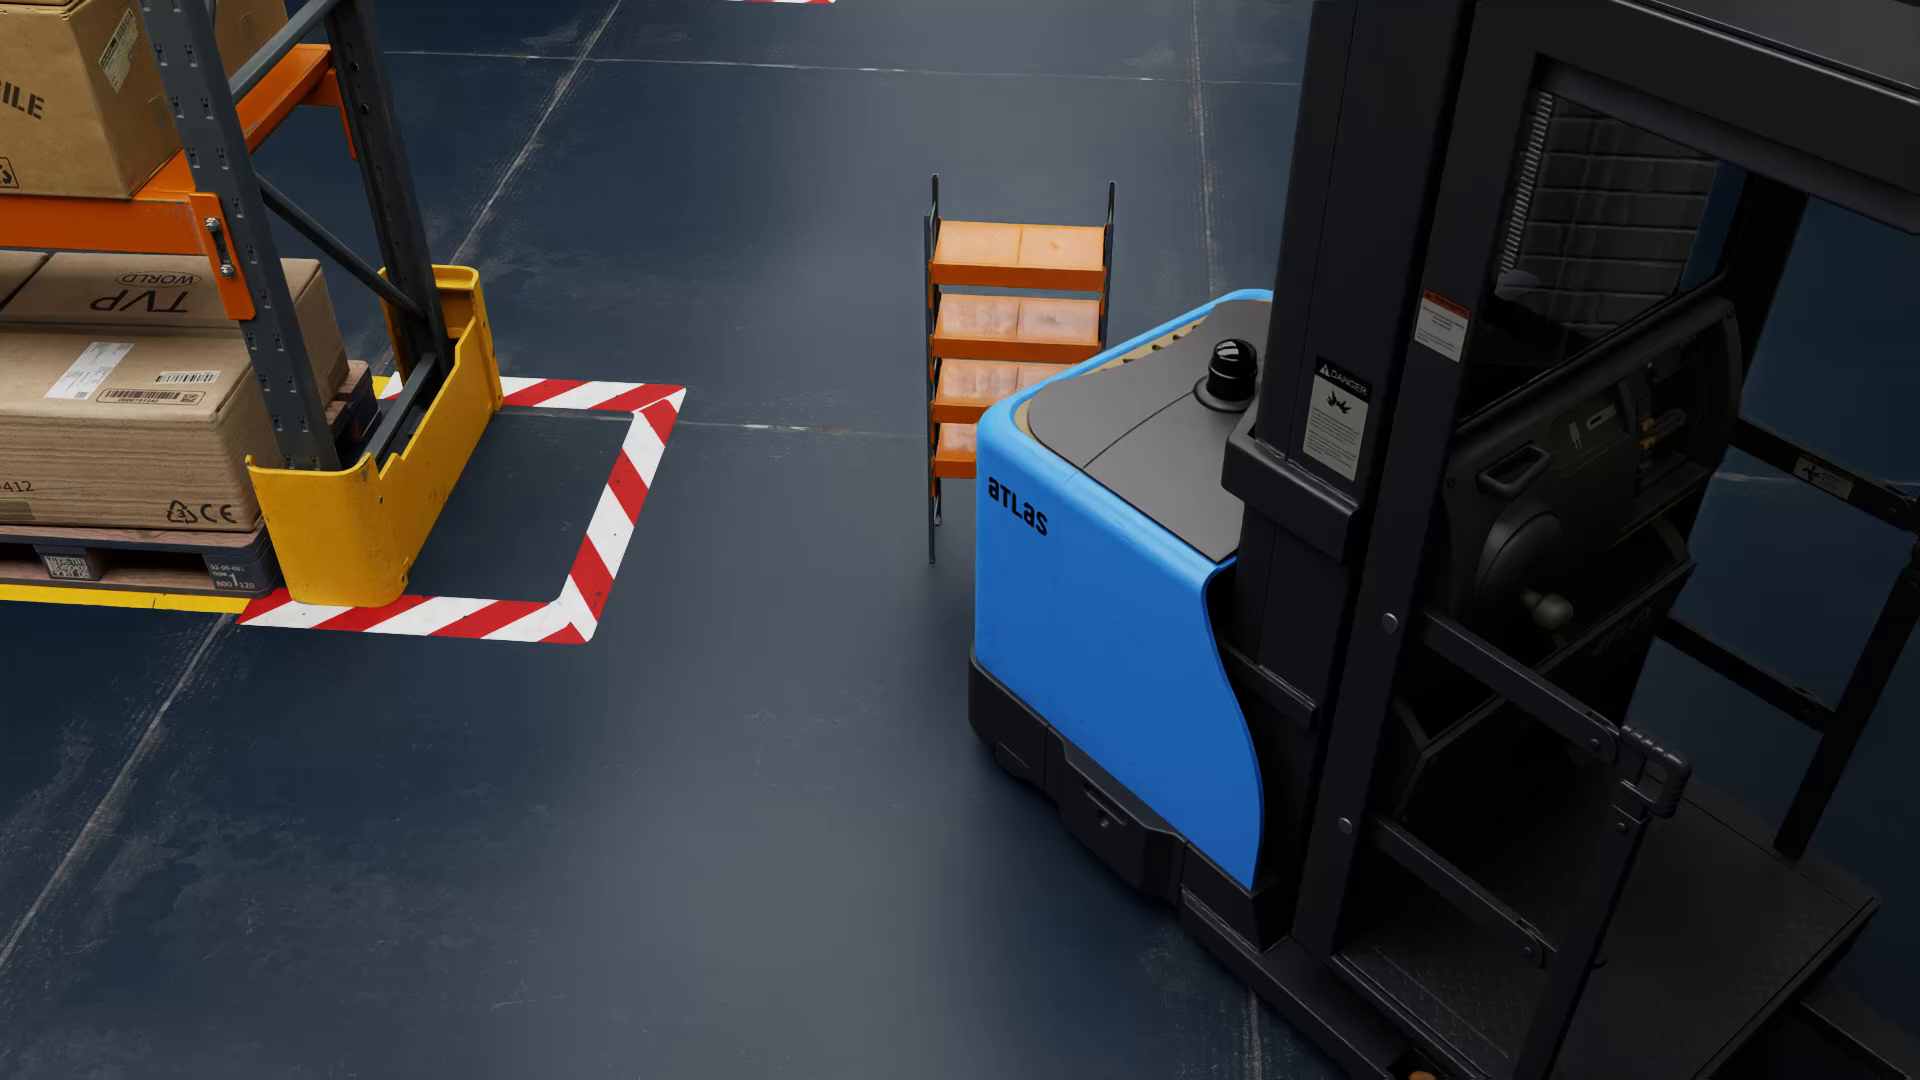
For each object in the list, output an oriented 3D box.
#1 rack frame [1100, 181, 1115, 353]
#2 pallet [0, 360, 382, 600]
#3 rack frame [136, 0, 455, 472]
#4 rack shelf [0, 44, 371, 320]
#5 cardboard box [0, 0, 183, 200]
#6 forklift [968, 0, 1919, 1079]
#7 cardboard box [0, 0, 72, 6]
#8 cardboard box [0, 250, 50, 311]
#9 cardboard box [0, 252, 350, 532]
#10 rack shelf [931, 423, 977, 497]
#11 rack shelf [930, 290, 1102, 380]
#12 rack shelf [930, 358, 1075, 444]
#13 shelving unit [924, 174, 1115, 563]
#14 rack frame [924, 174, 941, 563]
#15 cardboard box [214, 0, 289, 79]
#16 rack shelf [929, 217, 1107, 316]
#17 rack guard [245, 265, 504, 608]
[{"bbox_3d":[0.408,-0.443,4.844,0.015,1.200,0.240,3,39,4],"label":"rack frame"},{"bbox_3d":[-2.649,-0.247,5.386,1.213,0.211,1.003,3,39,4],"label":"pallet"},{"bbox_3d":[-1.846,-1.334,4.512,0.127,3.000,1.000,3,39,4],"label":"rack frame"},{"bbox_3d":[-3.838,-1.164,4.873,4.000,0.370,1.077,3,39,4],"label":"rack shelf"},{"bbox_3d":[-2.349,-1.232,4.309,0.500,0.500,0.500,3,39,4],"label":"cardboard box"},{"bbox_3d":[1.343,-0.079,3.025,1.130,2.935,3.031,-27,46,-29],"label":"forklift"},{"bbox_3d":[-2.346,-1.637,4.014,0.500,0.500,0.500,4,39,5],"label":"cardboard box"},{"bbox_3d":[-3.424,-0.521,5.210,0.875,0.438,0.875,4,39,5],"label":"cardboard box"},{"bbox_3d":[-2.512,-0.476,5.156,0.875,0.438,0.875,2,39,2],"label":"cardboard box"},{"bbox_3d":[0.165,-0.250,5.028,0.480,0.148,0.258,3,39,4],"label":"rack shelf"},{"bbox_3d":[0.165,-0.578,4.761,0.480,0.148,0.258,3,39,4],"label":"rack shelf"},{"bbox_3d":[0.165,-0.404,4.903,0.480,0.148,0.258,3,39,4],"label":"rack shelf"},{"bbox_3d":[0.165,-0.456,4.860,0.503,1.200,0.258,3,39,4],"label":"shelving unit"},{"bbox_3d":[-0.078,-0.470,4.876,0.015,1.200,0.240,3,39,4],"label":"rack frame"},{"bbox_3d":[-2.299,-1.579,4.735,0.500,0.500,0.500,3,39,3],"label":"cardboard box"},{"bbox_3d":[0.165,-0.761,4.612,0.480,0.148,0.258,3,39,4],"label":"rack shelf"},{"bbox_3d":[-1.822,-0.363,5.300,0.348,0.500,1.175,3,39,4],"label":"rack guard"}]
